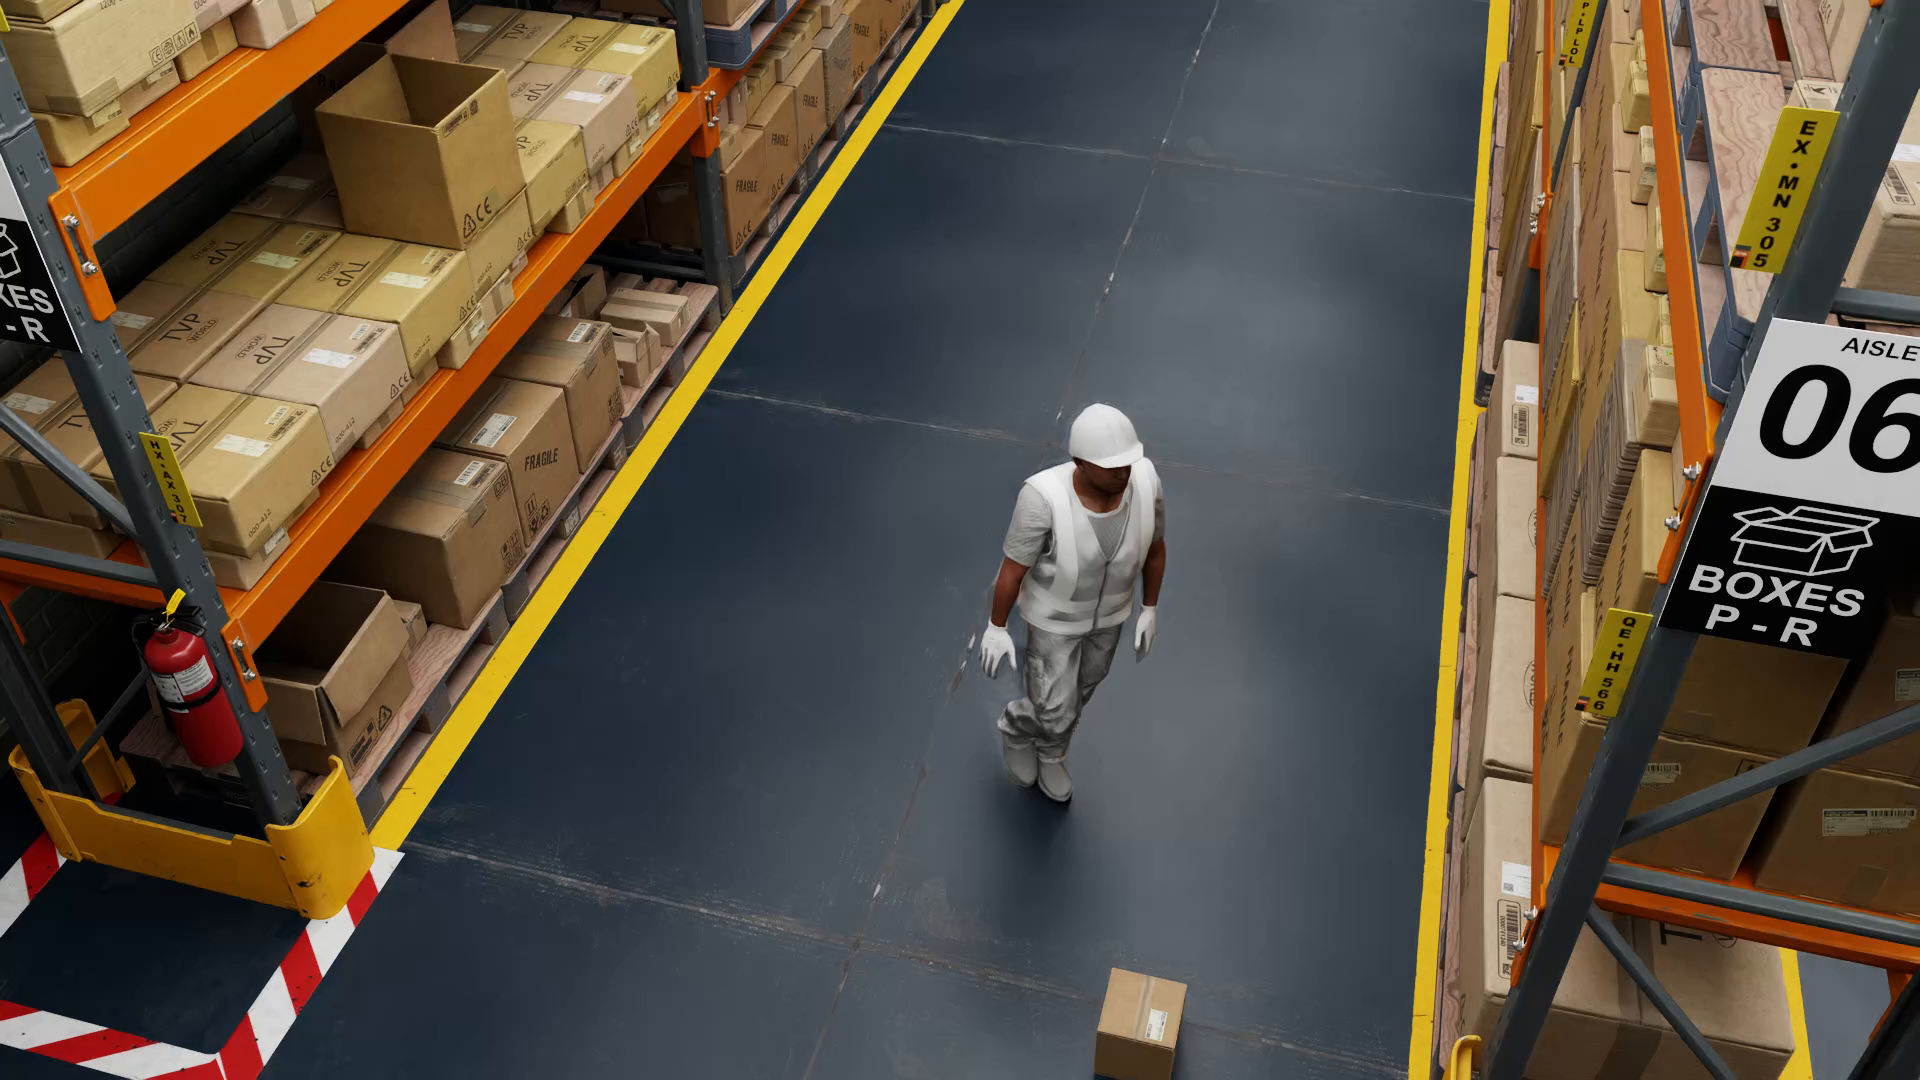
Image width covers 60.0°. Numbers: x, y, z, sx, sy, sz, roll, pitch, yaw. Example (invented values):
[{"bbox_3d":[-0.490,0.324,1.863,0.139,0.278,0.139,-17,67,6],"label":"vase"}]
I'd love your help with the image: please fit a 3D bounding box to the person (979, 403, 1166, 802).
[{"bbox_3d":[0.378,0.255,5.820,0.685,1.776,0.469,-16,43,-18],"label":"person"}]
